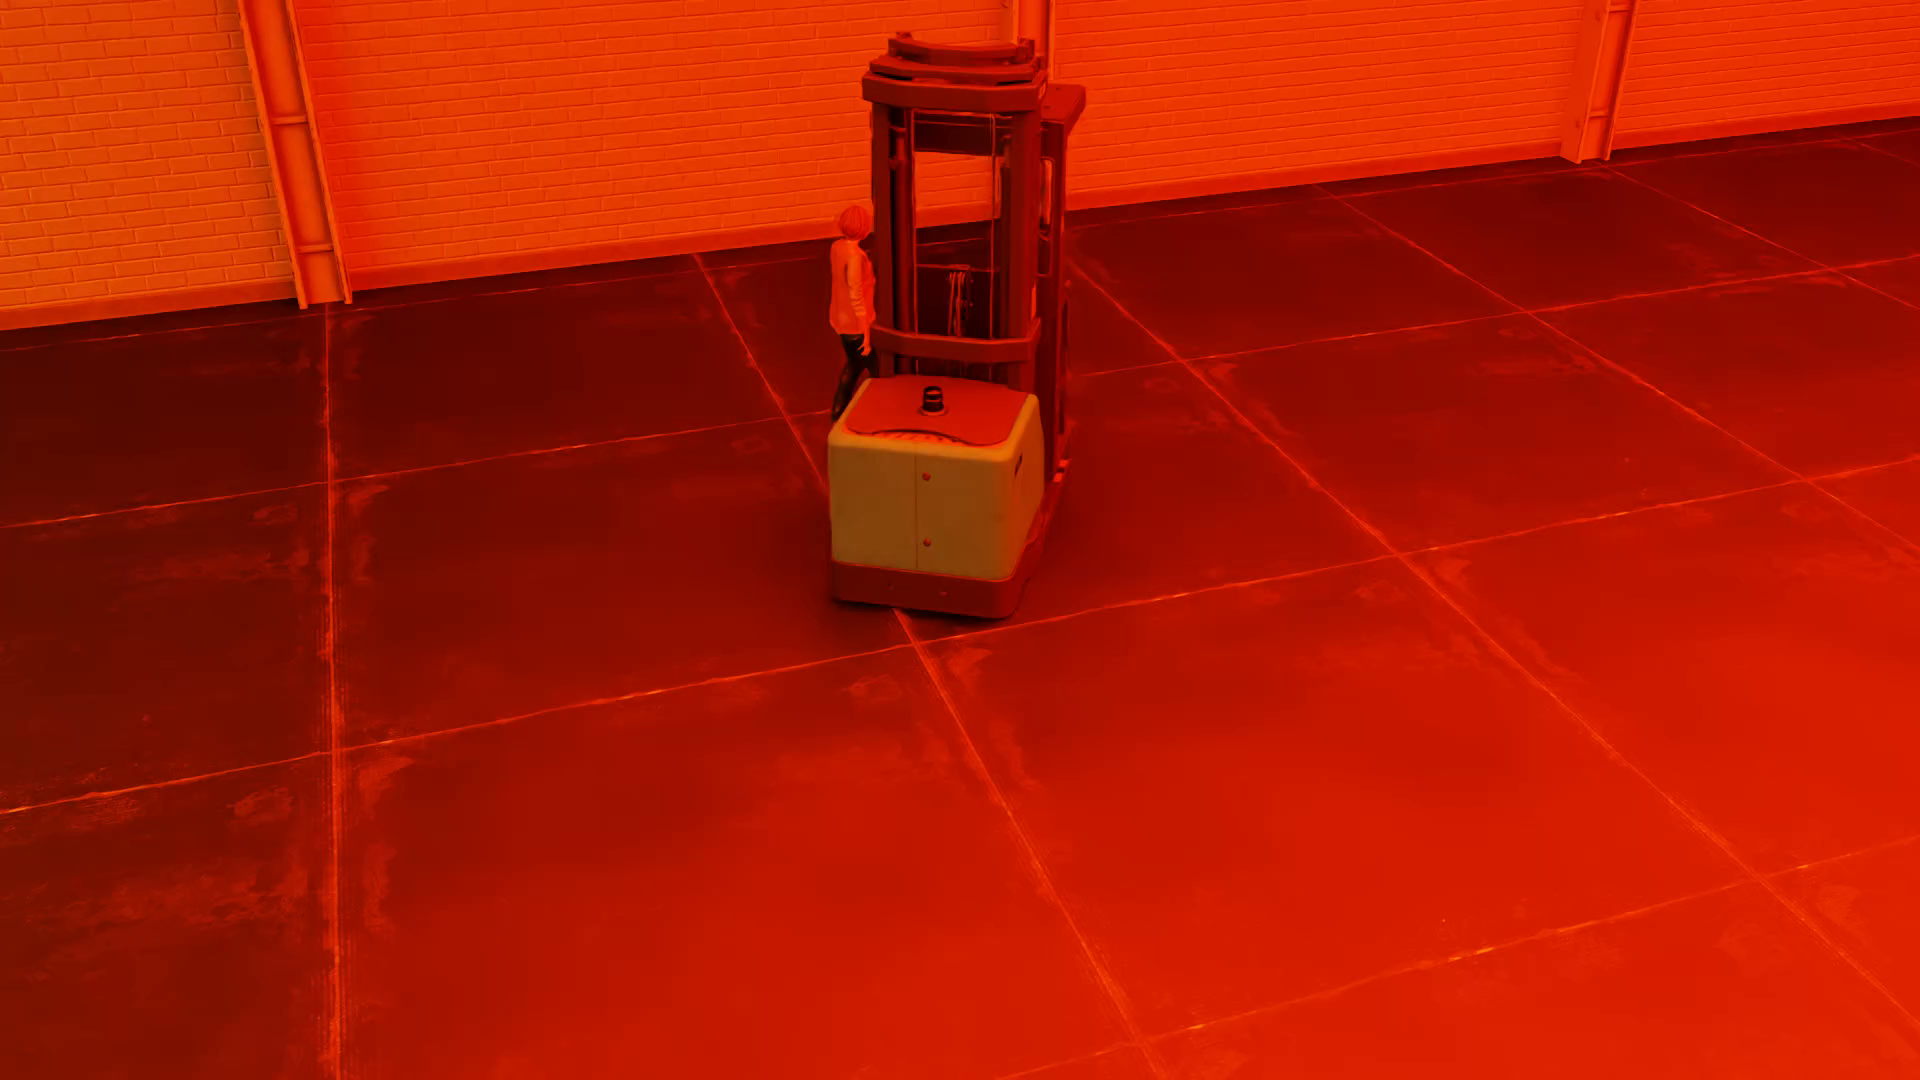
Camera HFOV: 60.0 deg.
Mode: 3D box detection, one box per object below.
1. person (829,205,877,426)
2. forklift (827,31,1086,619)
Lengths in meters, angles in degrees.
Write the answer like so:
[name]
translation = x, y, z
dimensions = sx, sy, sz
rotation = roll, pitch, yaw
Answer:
[person]
translation = -0.633, -1.429, 10.928
dimensions = 0.449, 1.579, 0.595
rotation = -13, 32, -21
[forklift]
translation = 0.101, -1.560, 9.798
dimensions = 1.130, 2.935, 3.031
rotation = 7, 31, 11
